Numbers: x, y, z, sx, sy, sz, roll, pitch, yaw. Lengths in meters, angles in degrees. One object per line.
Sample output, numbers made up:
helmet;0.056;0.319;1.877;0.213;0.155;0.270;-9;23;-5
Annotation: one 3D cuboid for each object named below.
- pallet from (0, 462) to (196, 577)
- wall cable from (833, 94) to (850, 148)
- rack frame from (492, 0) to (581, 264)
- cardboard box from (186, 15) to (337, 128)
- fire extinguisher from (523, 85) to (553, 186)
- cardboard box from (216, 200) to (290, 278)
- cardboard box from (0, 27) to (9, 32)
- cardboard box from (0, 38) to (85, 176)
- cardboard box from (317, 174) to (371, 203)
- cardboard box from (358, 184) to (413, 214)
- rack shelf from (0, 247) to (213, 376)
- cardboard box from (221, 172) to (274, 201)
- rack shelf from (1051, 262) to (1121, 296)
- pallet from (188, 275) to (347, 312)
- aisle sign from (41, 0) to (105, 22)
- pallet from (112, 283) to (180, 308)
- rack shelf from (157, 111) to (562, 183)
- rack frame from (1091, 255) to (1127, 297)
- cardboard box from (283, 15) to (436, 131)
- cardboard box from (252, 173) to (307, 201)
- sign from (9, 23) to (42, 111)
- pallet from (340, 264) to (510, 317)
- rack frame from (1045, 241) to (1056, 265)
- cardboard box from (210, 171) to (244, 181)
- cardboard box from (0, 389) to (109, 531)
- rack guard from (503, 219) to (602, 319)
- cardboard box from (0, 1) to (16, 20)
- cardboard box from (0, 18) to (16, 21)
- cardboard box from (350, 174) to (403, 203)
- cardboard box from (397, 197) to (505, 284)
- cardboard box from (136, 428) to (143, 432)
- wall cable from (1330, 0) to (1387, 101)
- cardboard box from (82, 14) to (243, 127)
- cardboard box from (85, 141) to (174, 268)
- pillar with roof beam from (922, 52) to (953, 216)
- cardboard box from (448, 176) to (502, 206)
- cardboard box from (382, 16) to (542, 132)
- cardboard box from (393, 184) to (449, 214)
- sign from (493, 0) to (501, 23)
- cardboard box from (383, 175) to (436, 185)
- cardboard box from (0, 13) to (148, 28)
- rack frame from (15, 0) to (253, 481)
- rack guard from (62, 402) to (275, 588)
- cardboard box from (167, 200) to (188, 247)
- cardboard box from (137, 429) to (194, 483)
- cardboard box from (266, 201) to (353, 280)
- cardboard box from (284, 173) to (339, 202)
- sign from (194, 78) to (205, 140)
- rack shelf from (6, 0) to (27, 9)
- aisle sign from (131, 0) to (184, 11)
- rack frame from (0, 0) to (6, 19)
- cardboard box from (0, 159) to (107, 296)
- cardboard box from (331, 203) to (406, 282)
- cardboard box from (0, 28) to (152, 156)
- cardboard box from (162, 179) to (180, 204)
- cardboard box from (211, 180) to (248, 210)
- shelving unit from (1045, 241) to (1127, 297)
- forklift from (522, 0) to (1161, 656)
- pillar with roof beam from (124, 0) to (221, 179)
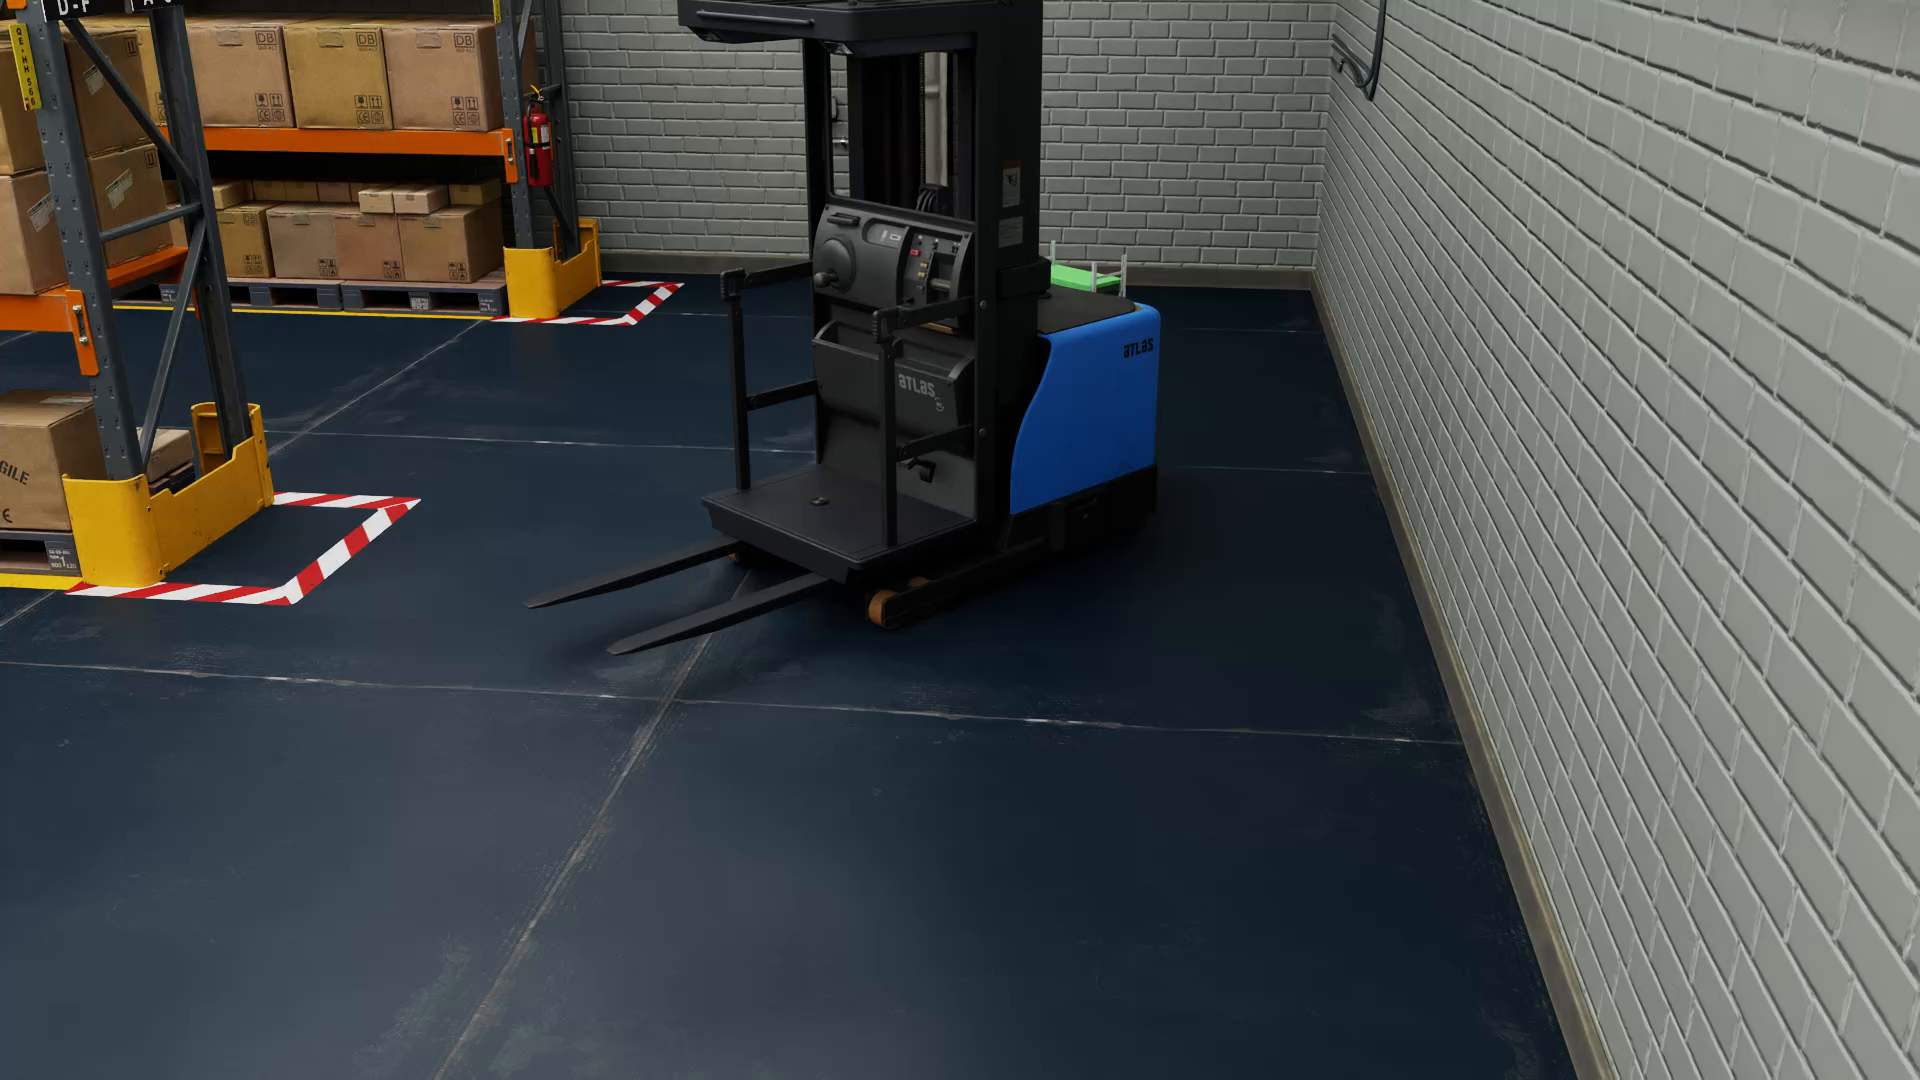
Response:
pallet;-4.497;-0.137;8.000;1.213;0.211;1.003;2;22;6
wall cable;-1.668;-3.968;12.514;1.851;1.984;0.084;2;22;6
rack frame;-3.051;-3.205;11.968;0.127;3.000;1.000;2;22;6
cardboard box;-5.038;-3.427;12.120;0.700;0.700;0.980;1;22;4
fire extinguisher;-2.955;-2.821;11.608;0.183;0.674;0.296;2;22;6
cardboard box;-5.284;-2.296;12.495;0.500;0.500;0.700;3;22;8
cardboard box;-4.559;-2.043;7.533;0.500;0.500;0.500;3;22;7
cardboard box;-4.104;-1.827;6.985;0.500;0.500;0.500;2;22;6
cardboard box;-4.614;-2.645;12.496;0.250;0.149;0.380;3;22;7
cardboard box;-4.160;-2.483;12.088;0.250;0.149;0.380;3;22;8
rack shelf;-5.616;-1.149;7.744;4.000;0.370;1.077;2;22;6
cardboard box;-5.377;-2.677;12.579;0.250;0.149;0.380;3;22;7
rack shelf;0.569;-1.278;8.408;0.258;0.148;0.480;-19;29;-40
pallet;-5.062;-1.968;12.631;1.213;0.211;1.003;2;22;6
aisle sign;-3.598;-2.491;6.624;0.004;0.787;0.394;2;22;6
pallet;-6.277;-2.020;12.763;1.213;0.211;1.003;2;22;6
rack shelf;-5.037;-2.957;12.319;4.000;0.370;1.077;2;22;6
rack frame;0.736;-0.826;8.396;0.240;1.200;0.015;-19;29;-40
cardboard box;-4.282;-3.391;12.028;0.700;0.700;0.980;2;22;6
cardboard box;-5.120;-2.667;12.551;0.250;0.149;0.380;2;22;5
sign;-3.715;-1.880;6.611;0.005;0.325;0.100;2;22;6
pallet;-3.854;-1.915;12.496;1.213;0.211;1.003;2;22;6
rack frame;0.401;-0.956;8.727;0.240;1.200;0.015;-19;29;-40
cardboard box;-5.628;-2.689;12.607;0.250;0.149;0.380;2;22;5
cardboard box;-4.199;-0.372;7.603;0.500;0.500;0.500;2;22;6
rack guard;-3.027;-2.042;12.425;0.348;0.500;1.175;2;22;6
cardboard box;-7.449;-4.036;12.482;0.500;0.250;0.500;3;22;8
cardboard box;-7.450;-3.684;12.612;0.500;0.500;0.500;2;22;4
cardboard box;-4.361;-2.634;12.469;0.250;0.149;0.380;3;22;7
cardboard box;-3.757;-2.232;12.334;0.500;0.500;0.700;2;22;6
cardboard box;-4.253;-0.438;8.223;0.250;0.166;0.380;2;22;6
wall cable;2.524;-4.176;10.487;0.112;2.526;3.097;2;22;6
cardboard box;-5.762;-3.455;12.191;0.700;0.700;0.980;2;22;5
cardboard box;-4.039;-1.559;7.666;0.500;0.500;0.500;3;22;7
pillar with roof beam;-0.774;-4.622;7.392;0.400;9.000;9.100;2;22;6
cardboard box;-3.610;-2.601;12.386;0.250;0.149;0.380;3;22;7
cardboard box;-3.558;-3.363;11.959;0.700;0.700;0.980;3;22;9
cardboard box;-3.906;-2.473;12.061;0.250;0.149;0.380;2;22;6
sign;-3.128;-3.656;11.212;0.005;0.325;0.100;2;22;6
cardboard box;-4.113;-2.623;12.441;0.250;0.149;0.380;3;22;6
cardboard box;-6.486;-3.488;12.276;0.700;0.700;0.980;3;22;7
rack frame;-3.630;-1.397;7.393;0.127;3.000;1.000;2;22;6
rack guard;-3.705;-0.237;7.860;0.348;0.500;1.175;2;22;6
cardboard box;-5.794;-2.319;12.553;0.500;0.500;0.700;2;22;6
cardboard box;-4.005;-0.419;8.199;0.250;0.149;0.380;2;22;6
cardboard box;-4.754;-2.275;12.443;0.500;0.500;0.700;2;22;5
cardboard box;-4.869;-2.655;12.523;0.250;0.149;0.380;3;22;7
sign;-3.566;-1.997;7.734;0.005;0.325;0.100;2;22;6
rack shelf;-5.616;-2.544;7.192;4.000;0.370;1.077;2;22;6
aisle sign;-3.527;-2.710;7.178;0.004;0.787;0.394;2;22;6
rack frame;-7.023;-3.378;12.405;0.127;3.000;1.000;2;22;6
cardboard box;-4.107;-1.363;7.172;0.500;0.500;0.500;3;22;8
cardboard box;-4.254;-2.254;12.389;0.500;0.500;0.700;2;22;6
cardboard box;-4.039;-2.024;7.482;0.500;0.500;0.500;3;22;8
cardboard box;-5.974;-2.562;12.286;0.250;0.149;0.380;3;22;8
cardboard box;-5.455;-2.539;12.229;0.250;0.149;0.380;2;22;5
shelving unit;0.568;-0.891;8.561;0.258;1.200;0.503;-19;29;-40
forklift;-0.449;-1.202;6.993;3.031;2.935;1.130;-20;29;-41
pillar with roof beam;-6.732;-4.882;8.049;0.400;9.000;9.100;2;22;6
